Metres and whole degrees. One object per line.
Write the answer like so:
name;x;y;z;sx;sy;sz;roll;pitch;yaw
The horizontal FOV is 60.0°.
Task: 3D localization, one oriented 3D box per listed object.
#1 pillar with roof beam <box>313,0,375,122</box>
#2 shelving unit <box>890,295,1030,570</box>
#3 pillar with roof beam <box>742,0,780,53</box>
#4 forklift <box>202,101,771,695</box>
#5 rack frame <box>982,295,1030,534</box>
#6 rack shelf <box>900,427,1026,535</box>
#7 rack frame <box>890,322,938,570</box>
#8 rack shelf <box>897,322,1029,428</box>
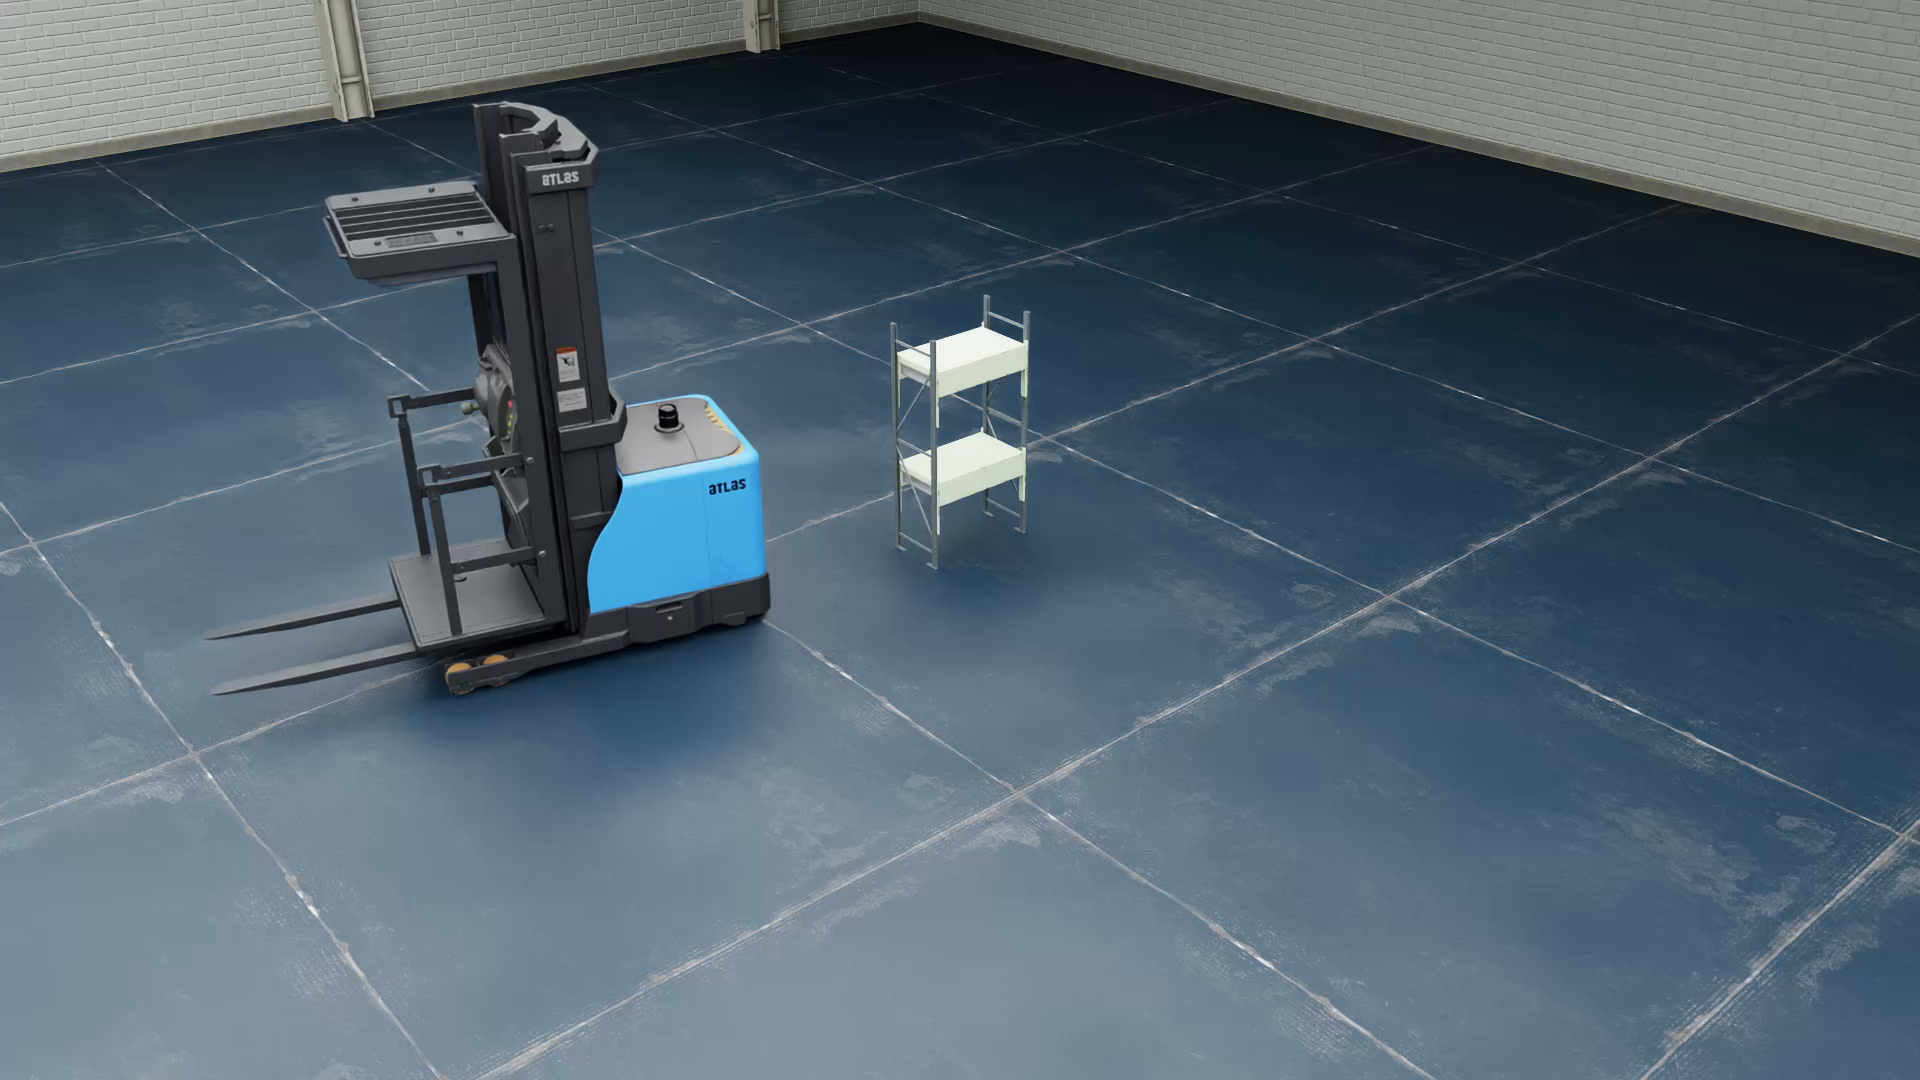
pillar with roof beam;-4.580;-7.577;15.239;0.400;9.000;9.100;-22;35;-35
shelving unit;0.005;-0.664;10.259;0.755;1.500;0.431;-22;35;-35
pillar with roof beam;-0.015;-9.412;18.673;0.400;9.000;9.100;-22;35;-35
forklift;-2.666;-0.739;8.881;3.031;2.935;1.130;-12;31;-22
rack frame;0.284;-0.775;10.468;0.023;1.500;0.400;-22;35;-35
rack shelf;0.005;-0.376;10.412;0.720;0.370;0.431;-22;35;-35
rack frame;-0.273;-0.552;10.049;0.023;1.500;0.400;-22;35;-35
rack shelf;0.005;-1.008;10.075;0.720;0.370;0.431;-22;35;-35
